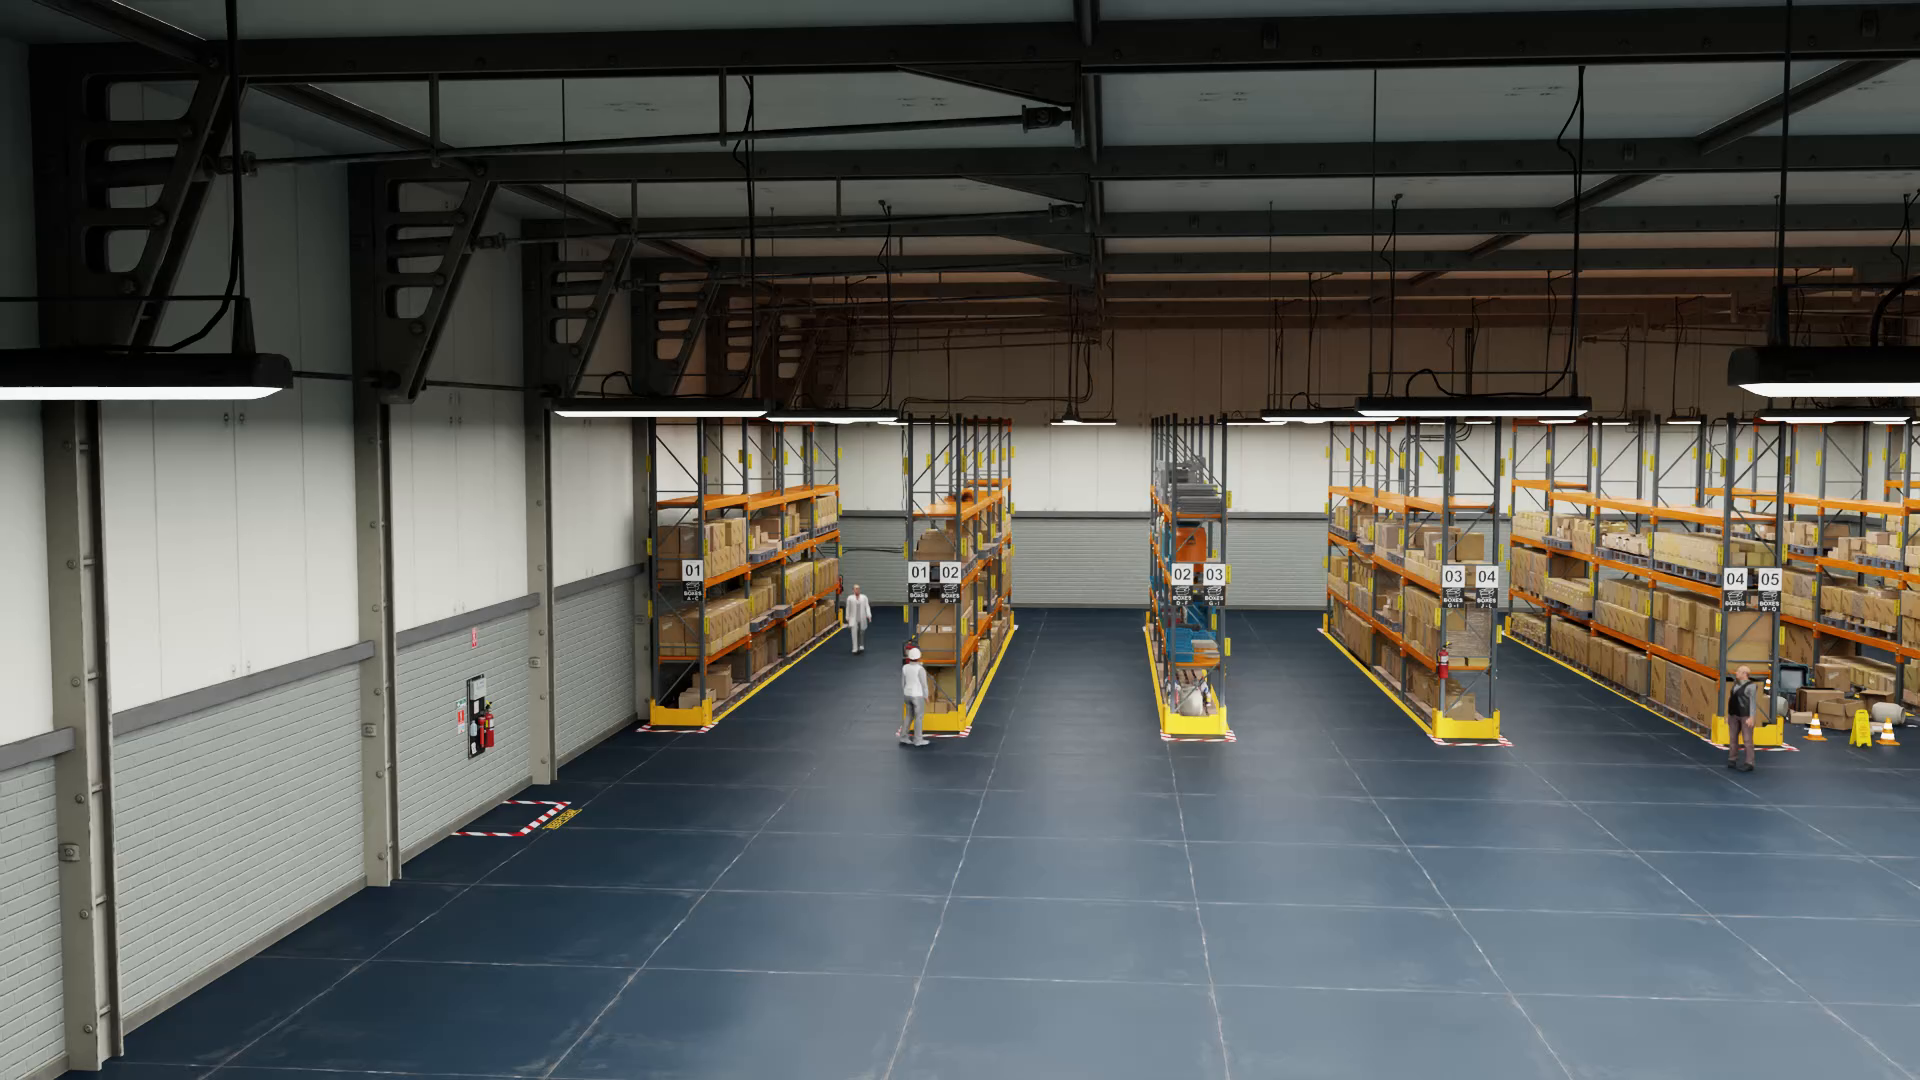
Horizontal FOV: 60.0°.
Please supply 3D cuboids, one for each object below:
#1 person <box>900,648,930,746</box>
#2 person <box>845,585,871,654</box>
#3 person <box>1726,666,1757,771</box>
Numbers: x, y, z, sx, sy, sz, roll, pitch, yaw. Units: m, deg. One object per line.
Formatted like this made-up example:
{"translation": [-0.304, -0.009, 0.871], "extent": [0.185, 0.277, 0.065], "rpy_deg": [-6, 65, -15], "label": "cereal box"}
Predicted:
{"translation": [-0.796, 2.837, 30.041], "extent": [0.455, 1.805, 0.607], "rpy_deg": [-3, 5, -38], "label": "person"}
{"translation": [-2.589, 2.013, 42.245], "extent": [0.668, 1.734, 1.114], "rpy_deg": [0, 4, -5], "label": "person"}
{"translation": [13.123, 2.980, 27.937], "extent": [0.420, 1.729, 0.539], "rpy_deg": [-2, 5, -33], "label": "person"}
